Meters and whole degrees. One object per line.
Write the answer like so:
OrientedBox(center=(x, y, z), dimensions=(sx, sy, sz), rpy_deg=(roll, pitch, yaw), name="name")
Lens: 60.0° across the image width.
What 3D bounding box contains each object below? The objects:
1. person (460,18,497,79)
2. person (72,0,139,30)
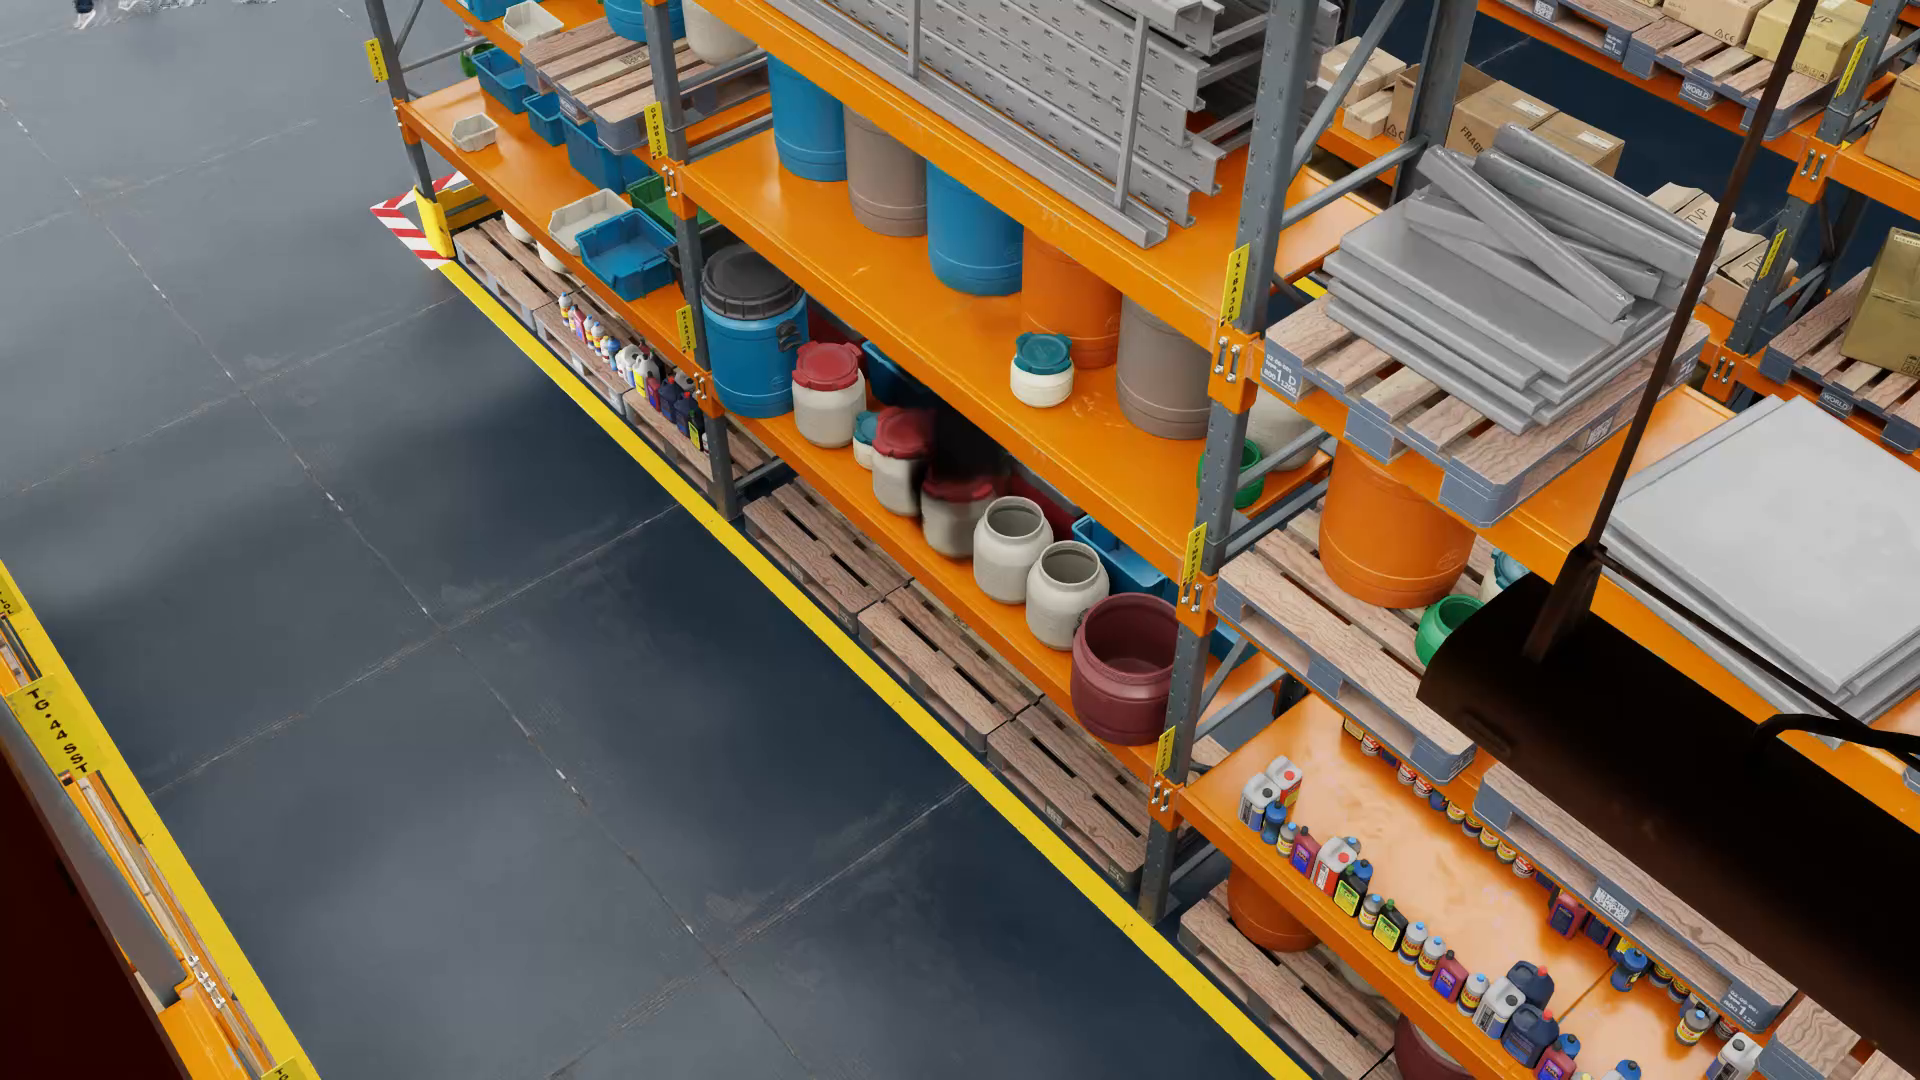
OrientedBox(center=(-3.908, -4.164, 13.710), dimensions=(0.730, 1.819, 0.730), rpy_deg=(12, 48, 11), name="person")
OrientedBox(center=(-8.022, -5.462, 15.075), dimensions=(0.777, 1.644, 0.490), rpy_deg=(-14, 48, -13), name="person")
